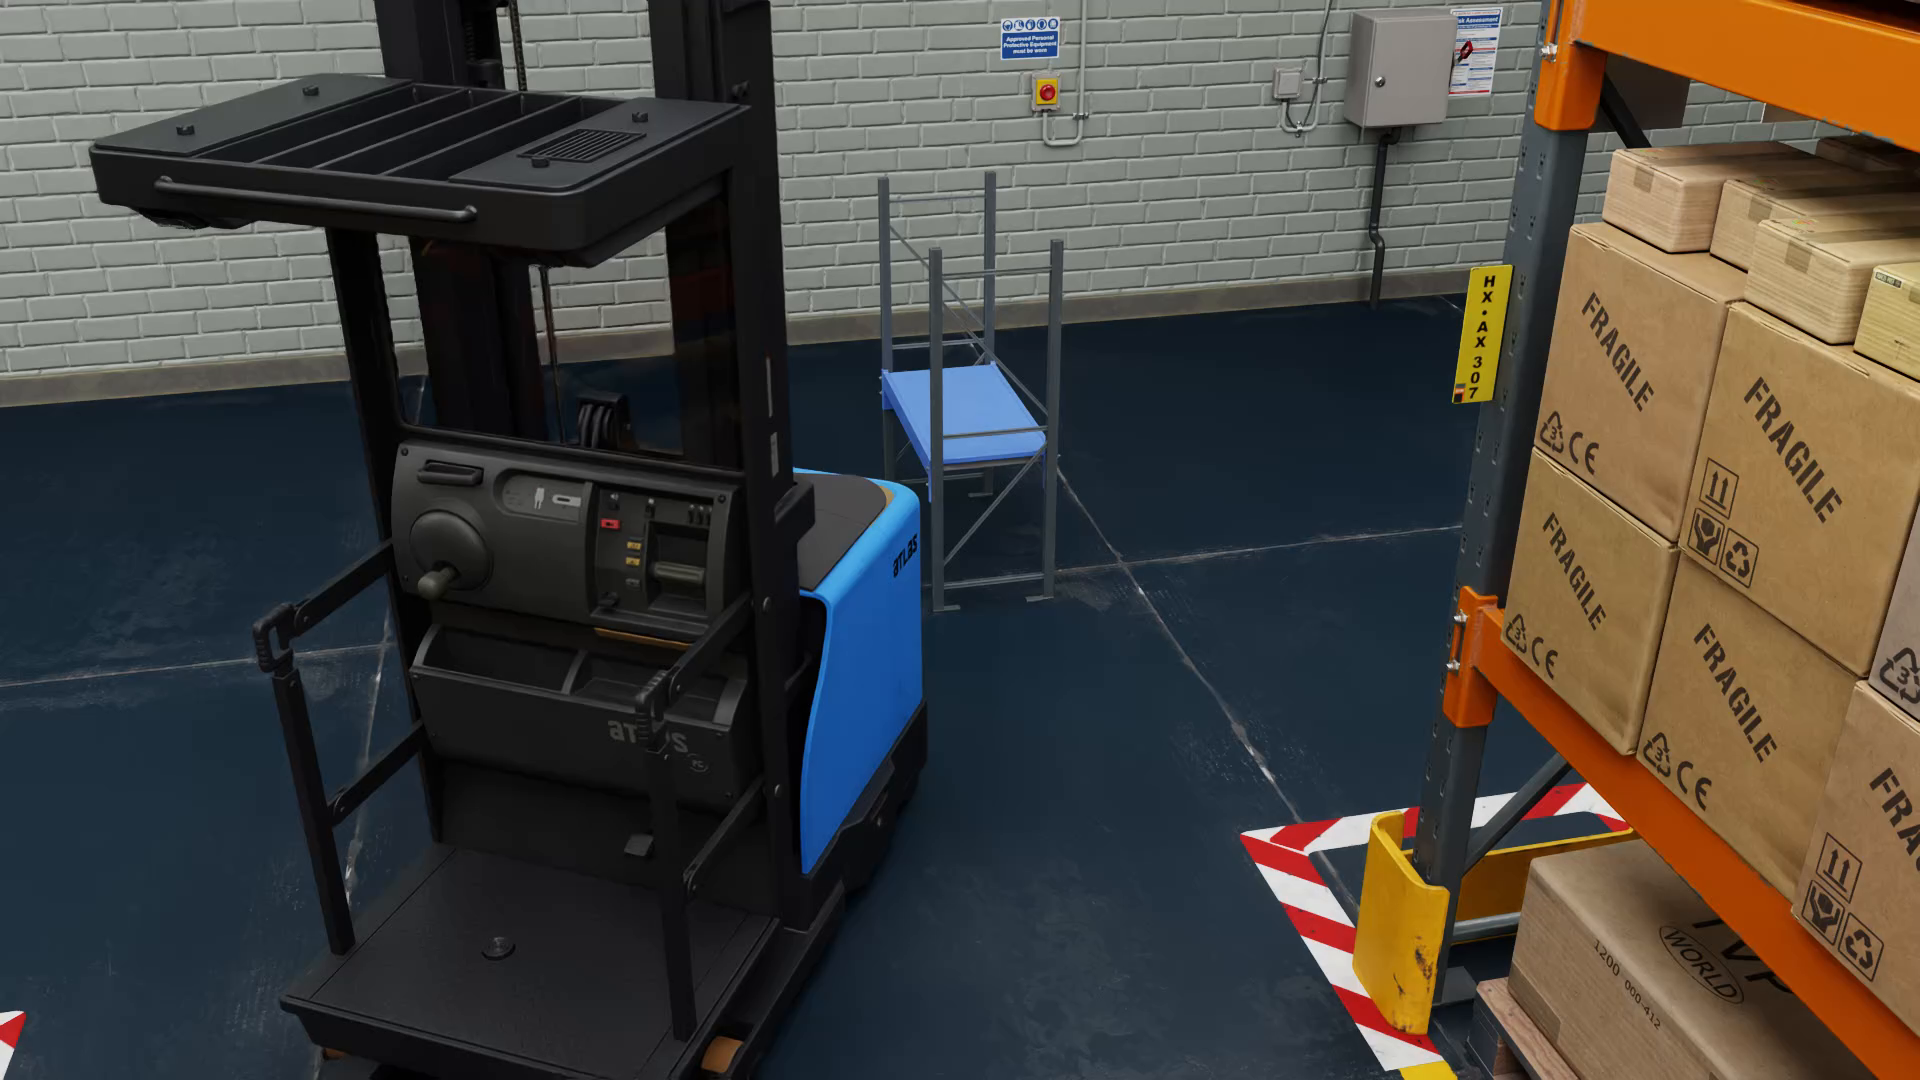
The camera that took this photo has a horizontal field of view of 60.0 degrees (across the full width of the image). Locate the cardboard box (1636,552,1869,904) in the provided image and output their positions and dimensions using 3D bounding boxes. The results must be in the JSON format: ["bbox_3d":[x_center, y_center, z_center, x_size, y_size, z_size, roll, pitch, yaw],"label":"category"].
[{"bbox_3d":[1.704,0.315,3.186,0.500,0.500,0.500,-6,27,-12],"label":"cardboard box"}]

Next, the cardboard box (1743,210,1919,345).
[{"bbox_3d":[1.620,-0.462,2.897,0.380,0.149,0.250,-5,27,-10],"label":"cardboard box"}]

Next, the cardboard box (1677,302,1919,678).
[{"bbox_3d":[1.688,-0.125,2.947,0.500,0.500,0.500,-7,28,-13],"label":"cardboard box"}]

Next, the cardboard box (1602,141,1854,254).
[{"bbox_3d":[1.544,-0.696,3.359,0.380,0.149,0.250,-5,27,-11],"label":"cardboard box"}]

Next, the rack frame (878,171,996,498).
[{"bbox_3d":[-0.095,-0.855,7.280,0.500,1.500,0.032,-6,27,-12],"label":"rack frame"}]

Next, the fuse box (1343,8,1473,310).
[{"bbox_3d":[2.520,-2.146,9.603,0.539,1.711,0.414,-6,27,-12],"label":"fuse box"}]

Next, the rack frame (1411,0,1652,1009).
[{"bbox_3d":[1.734,-0.099,4.118,1.000,3.000,0.127,-6,27,-12],"label":"rack frame"}]

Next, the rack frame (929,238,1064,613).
[{"bbox_3d":[0.134,-0.409,6.396,0.500,1.500,0.032,-6,27,-12],"label":"rack frame"}]

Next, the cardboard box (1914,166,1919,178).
[{"bbox_3d":[2.091,-0.634,3.236,0.380,0.149,0.250,-5,27,-11],"label":"cardboard box"}]

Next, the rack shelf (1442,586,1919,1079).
[{"bbox_3d":[2.185,1.100,2.540,1.077,0.370,4.000,-6,27,-12],"label":"rack shelf"}]

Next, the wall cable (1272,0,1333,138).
[{"bbox_3d":[1.820,-3.175,9.084,0.588,1.984,0.122,-6,27,-12],"label":"wall cable"}]

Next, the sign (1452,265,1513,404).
[{"bbox_3d":[1.192,-0.467,3.798,0.100,0.325,0.005,-6,27,-12],"label":"sign"}]

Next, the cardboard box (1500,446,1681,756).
[{"bbox_3d":[1.563,0.096,3.620,0.500,0.500,0.500,-6,27,-12],"label":"cardboard box"}]

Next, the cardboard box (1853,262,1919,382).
[{"bbox_3d":[1.697,-0.349,2.671,0.380,0.149,0.250,-7,28,-13],"label":"cardboard box"}]

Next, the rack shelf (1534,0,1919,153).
[{"bbox_3d":[2.185,-0.239,1.864,1.077,0.370,4.000,-6,27,-12],"label":"rack shelf"}]

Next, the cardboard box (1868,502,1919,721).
[{"bbox_3d":[1.812,0.101,2.501,0.500,0.500,0.500,-6,27,-12],"label":"cardboard box"}]

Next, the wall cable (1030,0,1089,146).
[{"bbox_3d":[0.441,-3.040,8.781,0.585,1.953,0.123,-6,27,-12],"label":"wall cable"}]

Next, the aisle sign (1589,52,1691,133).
[{"bbox_3d":[1.435,-1.262,3.536,0.394,0.787,0.004,-6,27,-12],"label":"aisle sign"}]

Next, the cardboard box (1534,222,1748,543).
[{"bbox_3d":[1.565,-0.351,3.395,0.500,0.500,0.500,-7,28,-13],"label":"cardboard box"}]

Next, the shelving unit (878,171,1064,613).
[{"bbox_3d":[0.019,-0.632,6.838,0.538,1.500,1.048,-6,27,-12],"label":"shelving unit"}]

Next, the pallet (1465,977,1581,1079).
[{"bbox_3d":[1.991,1.489,4.066,1.003,0.211,1.213,-6,27,-12],"label":"pallet"}]

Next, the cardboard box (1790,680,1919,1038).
[{"bbox_3d":[1.801,0.540,2.740,0.500,0.500,0.500,-6,27,-12],"label":"cardboard box"}]

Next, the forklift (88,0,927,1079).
[{"bbox_3d":[-1.057,0.035,3.927,1.130,2.935,3.031,8,28,16],"label":"forklift"}]

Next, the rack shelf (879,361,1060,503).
[{"bbox_3d":[0.019,-0.472,6.919,0.538,0.185,1.000,-6,27,-12],"label":"rack shelf"}]

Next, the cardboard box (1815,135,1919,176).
[{"bbox_3d":[2.010,-0.743,3.452,0.380,0.149,0.250,-6,27,-11],"label":"cardboard box"}]

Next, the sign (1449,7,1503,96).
[{"bbox_3d":[2.955,-2.820,9.614,0.329,0.494,0.001,-6,27,-12],"label":"sign"}]

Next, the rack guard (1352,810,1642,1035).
[{"bbox_3d":[1.729,1.006,4.702,1.175,0.500,0.348,-6,27,-12],"label":"rack guard"}]

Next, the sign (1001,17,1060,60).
[{"bbox_3d":[0.380,-2.715,9.000,0.327,0.218,0.001,-6,27,-12],"label":"sign"}]

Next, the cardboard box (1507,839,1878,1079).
[{"bbox_3d":[1.980,1.137,4.047,0.875,0.438,0.875,-7,28,-13],"label":"cardboard box"}]

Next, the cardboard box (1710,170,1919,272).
[{"bbox_3d":[1.673,-0.588,3.146,0.380,0.149,0.250,-5,27,-10],"label":"cardboard box"}]

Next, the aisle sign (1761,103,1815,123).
[{"bbox_3d":[2.020,-1.323,3.657,0.394,0.787,0.004,-6,27,-12],"label":"aisle sign"}]
